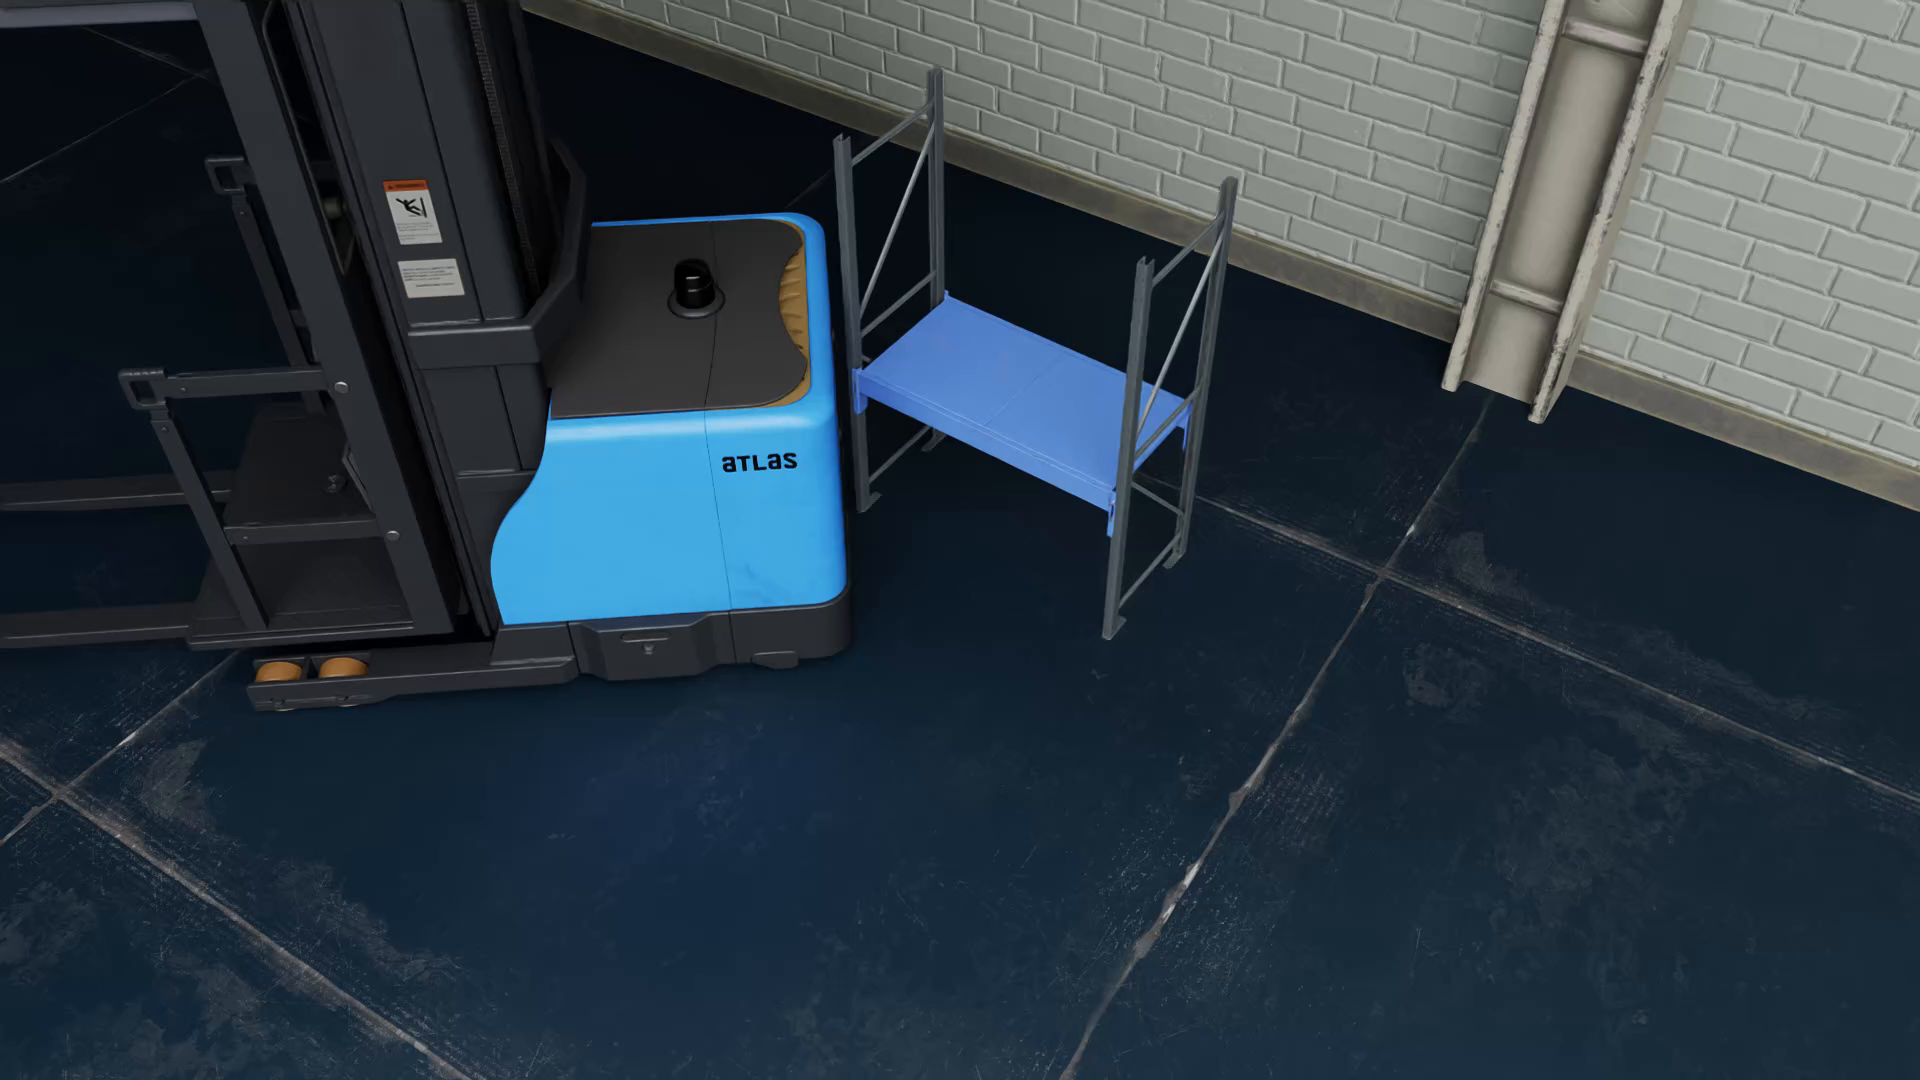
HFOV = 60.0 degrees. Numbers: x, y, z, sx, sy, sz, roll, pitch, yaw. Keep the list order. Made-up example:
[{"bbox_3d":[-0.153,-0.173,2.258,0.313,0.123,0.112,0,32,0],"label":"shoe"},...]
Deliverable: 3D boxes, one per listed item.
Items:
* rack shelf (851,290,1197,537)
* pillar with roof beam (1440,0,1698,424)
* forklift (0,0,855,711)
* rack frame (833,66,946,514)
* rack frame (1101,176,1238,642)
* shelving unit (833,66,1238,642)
[{"bbox_3d":[0.206,-0.430,5.373,1.000,0.185,0.538,27,52,24],"label":"rack shelf"},{"bbox_3d":[-0.252,-1.134,0.578,0.400,9.000,9.100,25,51,22],"label":"pillar with roof beam"},{"bbox_3d":[-1.887,-0.882,4.563,3.031,2.935,1.130,-4,46,-4],"label":"forklift"},{"bbox_3d":[-0.208,-0.766,5.449,0.032,1.500,0.500,27,52,24],"label":"rack frame"},{"bbox_3d":[0.620,-0.344,5.038,0.032,1.500,0.500,27,52,24],"label":"rack frame"},{"bbox_3d":[0.206,-0.555,5.244,1.048,1.500,0.538,27,52,24],"label":"shelving unit"}]
